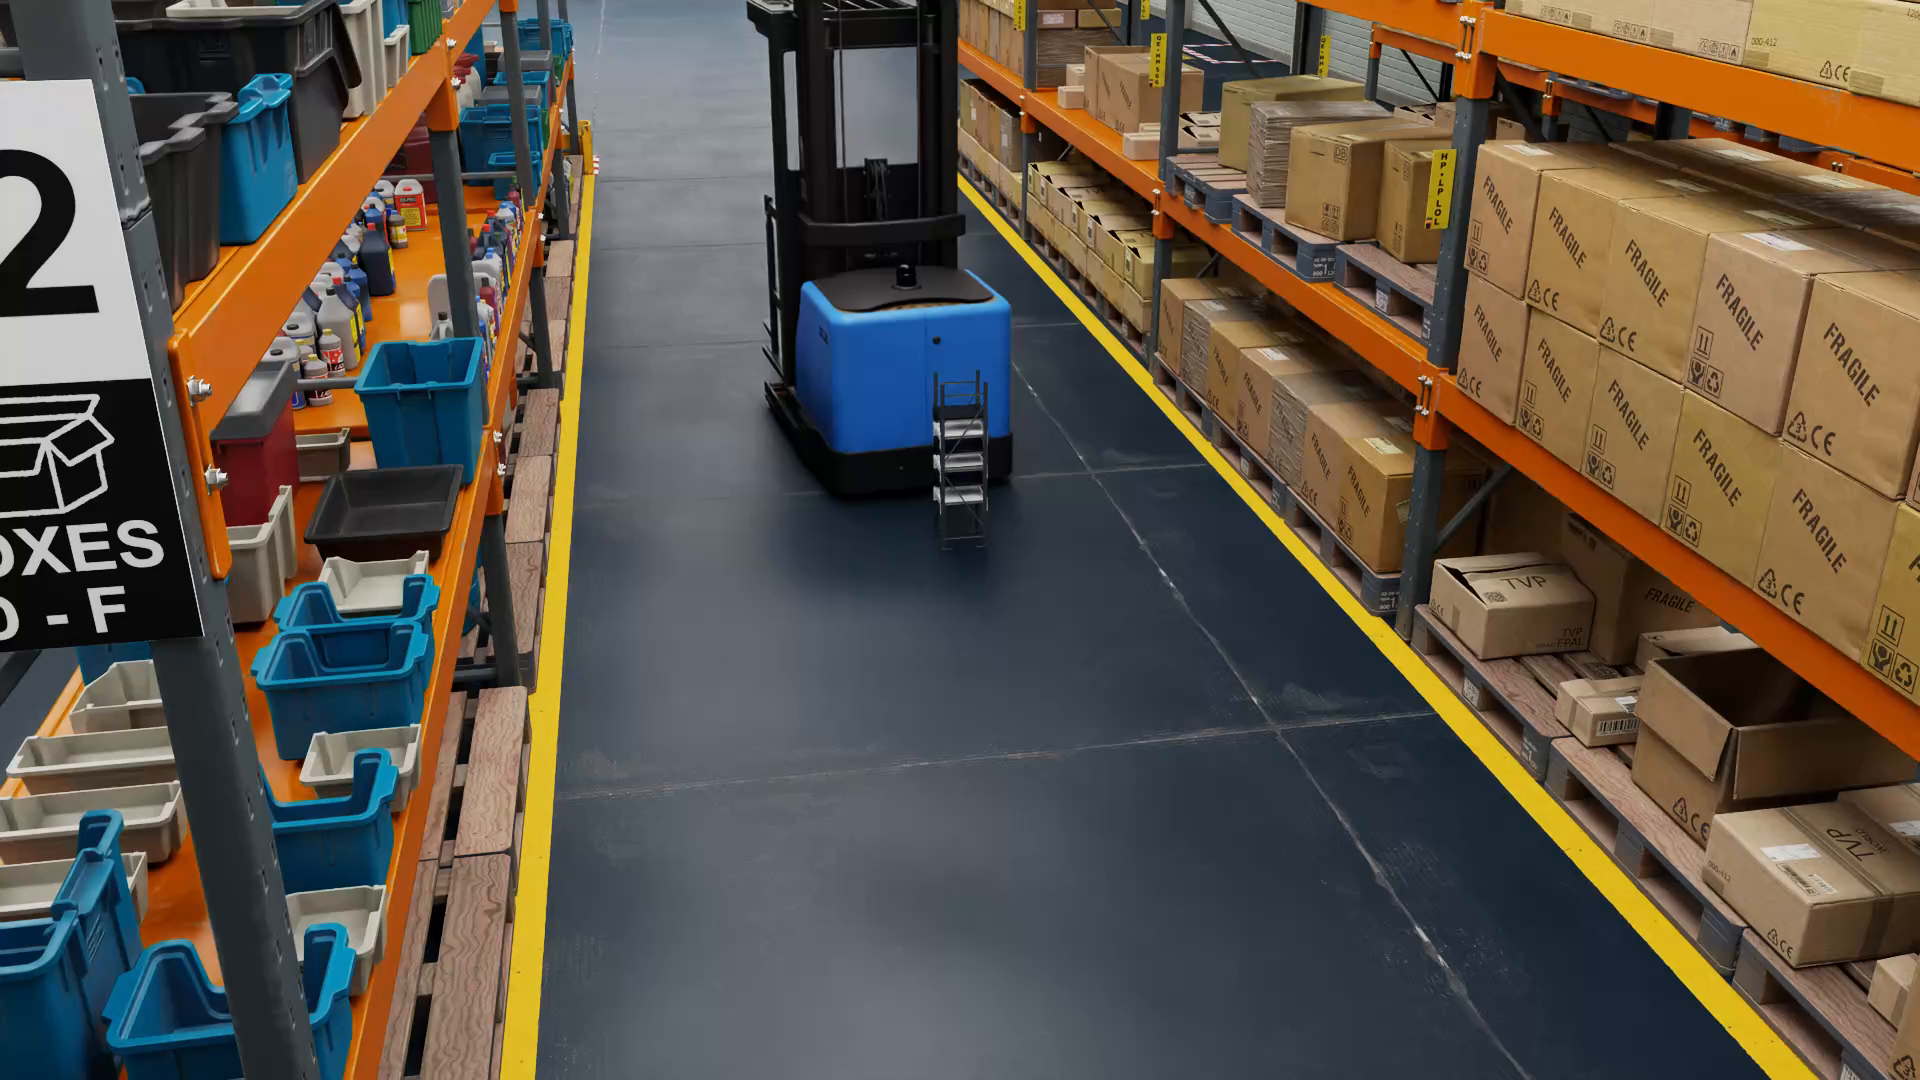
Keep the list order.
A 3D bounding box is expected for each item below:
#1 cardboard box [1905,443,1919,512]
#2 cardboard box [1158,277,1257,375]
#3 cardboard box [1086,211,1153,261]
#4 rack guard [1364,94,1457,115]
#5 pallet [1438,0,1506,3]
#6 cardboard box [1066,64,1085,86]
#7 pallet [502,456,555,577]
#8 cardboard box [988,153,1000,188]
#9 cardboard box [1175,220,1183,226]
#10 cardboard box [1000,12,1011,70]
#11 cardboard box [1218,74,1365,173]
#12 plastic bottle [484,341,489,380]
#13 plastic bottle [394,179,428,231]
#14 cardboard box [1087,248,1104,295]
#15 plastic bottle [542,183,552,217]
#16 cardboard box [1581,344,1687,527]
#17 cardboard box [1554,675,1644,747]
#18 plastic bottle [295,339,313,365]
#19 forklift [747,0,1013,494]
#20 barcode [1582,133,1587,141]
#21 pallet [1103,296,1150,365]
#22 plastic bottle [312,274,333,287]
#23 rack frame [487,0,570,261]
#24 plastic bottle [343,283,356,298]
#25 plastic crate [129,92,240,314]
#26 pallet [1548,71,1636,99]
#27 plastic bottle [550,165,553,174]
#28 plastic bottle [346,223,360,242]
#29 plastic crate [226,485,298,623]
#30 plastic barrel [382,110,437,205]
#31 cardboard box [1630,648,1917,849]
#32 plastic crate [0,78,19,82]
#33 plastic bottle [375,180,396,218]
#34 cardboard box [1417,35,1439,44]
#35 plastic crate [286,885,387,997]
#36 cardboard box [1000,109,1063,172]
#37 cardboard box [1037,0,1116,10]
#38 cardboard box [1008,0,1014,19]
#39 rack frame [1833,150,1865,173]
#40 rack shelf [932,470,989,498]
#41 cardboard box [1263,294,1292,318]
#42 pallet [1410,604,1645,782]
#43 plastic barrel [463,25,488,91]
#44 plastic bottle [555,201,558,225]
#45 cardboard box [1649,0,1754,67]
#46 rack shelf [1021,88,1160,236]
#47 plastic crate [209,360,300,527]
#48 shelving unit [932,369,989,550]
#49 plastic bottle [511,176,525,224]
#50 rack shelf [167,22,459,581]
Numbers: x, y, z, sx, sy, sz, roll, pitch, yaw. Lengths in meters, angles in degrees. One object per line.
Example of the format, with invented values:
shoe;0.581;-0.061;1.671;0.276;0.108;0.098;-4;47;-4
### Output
cardboard box;2.824;-0.244;4.187;0.500;0.500;0.500;-4;24;-8
cardboard box;1.595;-1.389;10.757;0.500;0.500;0.500;-3;24;-7
cardboard box;1.260;-2.313;12.509;0.500;0.311;0.500;-4;24;-10
rack guard;5.194;-4.873;19.282;1.175;0.500;0.348;-4;24;-10
pallet;2.480;-2.510;7.237;1.213;0.211;1.003;-4;24;-10
cardboard box;1.186;-3.848;13.999;0.500;0.250;0.500;-3;24;-6
pallet;-2.668;-0.104;8.725;1.003;0.211;1.213;-4;24;-10
cardboard box;0.562;-3.598;16.152;0.500;0.250;0.500;-4;24;-10
cardboard box;1.786;-2.357;12.610;0.500;0.311;0.500;-5;24;-11
cardboard box;0.771;-4.731;15.710;0.700;0.500;0.500;-4;24;-9
cardboard box;2.019;-2.532;10.151;0.700;0.500;0.500;-13;27;-27
plastic bottle;-2.050;-0.776;7.028;0.097;0.201;0.097;0;24;0
plastic bottle;-3.165;-1.929;9.573;0.152;0.276;0.135;-4;24;-10
cardboard box;1.266;-2.055;12.619;0.500;0.250;0.500;-4;24;-9
plastic bottle;-3.700;-3.067;14.784;0.144;0.351;0.185;-4;24;-10
cardboard box;2.546;-0.387;5.764;0.500;0.500;0.500;-4;24;-10
cardboard box;2.566;0.657;6.487;0.380;0.166;0.250;-4;24;-10
plastic bottle;-2.741;-0.735;6.934;0.097;0.201;0.097;0;24;0
forklift;-0.622;-2.158;10.028;1.130;2.935;3.031;-7;25;-16
barcode;6.055;-3.908;16.123;0.001;0.075;0.075;-4;24;-10
pallet;1.678;-1.582;12.109;1.003;0.211;1.213;-4;24;-10
plastic bottle;-2.914;-1.064;7.594;0.152;0.276;0.135;-4;24;-10
rack frame;-3.817;-3.742;13.569;1.000;3.000;0.127;-4;24;-10
plastic bottle;-2.770;-1.026;7.511;0.097;0.271;0.097;0;24;0
plastic crate;-1.395;-0.508;2.582;0.497;0.269;0.590;-4;24;-10
pallet;5.918;-4.075;14.573;1.003;0.211;1.213;-4;24;-10
plastic bottle;-3.871;-3.473;15.797;0.061;0.283;0.133;-4;24;-10
plastic bottle;-3.149;-1.504;8.607;0.097;0.271;0.097;0;24;0
plastic crate;-2.236;0.046;4.970;0.437;0.282;0.530;-4;24;-10
plastic barrel;-3.461;-2.391;10.306;0.600;0.536;0.708;-4;24;-10
cardboard box;2.884;0.721;5.921;0.797;0.503;0.637;-4;24;-10
plastic crate;-2.224;-1.070;4.033;0.437;0.136;0.530;-4;24;-10
plastic bottle;-3.315;-1.917;9.547;0.152;0.276;0.135;-4;24;-10
cardboard box;5.156;-5.369;17.458;0.500;0.250;0.500;-5;24;-11
plastic crate;-1.298;0.818;3.384;0.250;0.136;0.298;-4;24;-10
cardboard box;0.670;-3.746;15.554;0.500;0.500;0.500;-4;24;-10
cardboard box;0.964;-4.921;14.524;0.700;0.500;0.500;-4;24;-9
cardboard box;0.647;-4.844;15.159;0.380;0.149;0.250;-4;24;-10
rack frame;6.659;-2.901;11.646;1.000;3.000;0.127;-4;24;-10
rack shelf;0.001;-0.296;8.612;0.258;0.077;0.200;-4;24;-10
cardboard box;2.195;-1.239;10.412;0.500;0.500;0.500;-3;24;-8
pallet;2.657;0.588;7.140;1.003;0.211;1.213;-4;24;-10
plastic barrel;-4.043;-3.797;13.070;0.600;0.901;0.708;-4;24;-10
plastic bottle;-3.445;-2.851;14.388;0.097;0.271;0.097;0;24;0
cardboard box;2.557;-1.663;5.249;0.500;0.250;0.500;-4;24;-10
rack shelf;1.422;-2.990;12.748;1.077;0.370;4.000;-4;24;-10
plastic crate;-2.419;-0.282;5.493;0.402;0.464;0.583;-4;24;-10
shelving unit;0.001;-0.409;8.563;0.258;0.900;0.210;-4;24;-10
plastic bottle;-2.583;-1.987;9.698;0.061;0.283;0.133;-4;24;-10
rack shelf;-1.968;-0.853;4.107;1.077;0.370;4.000;-4;24;-10
